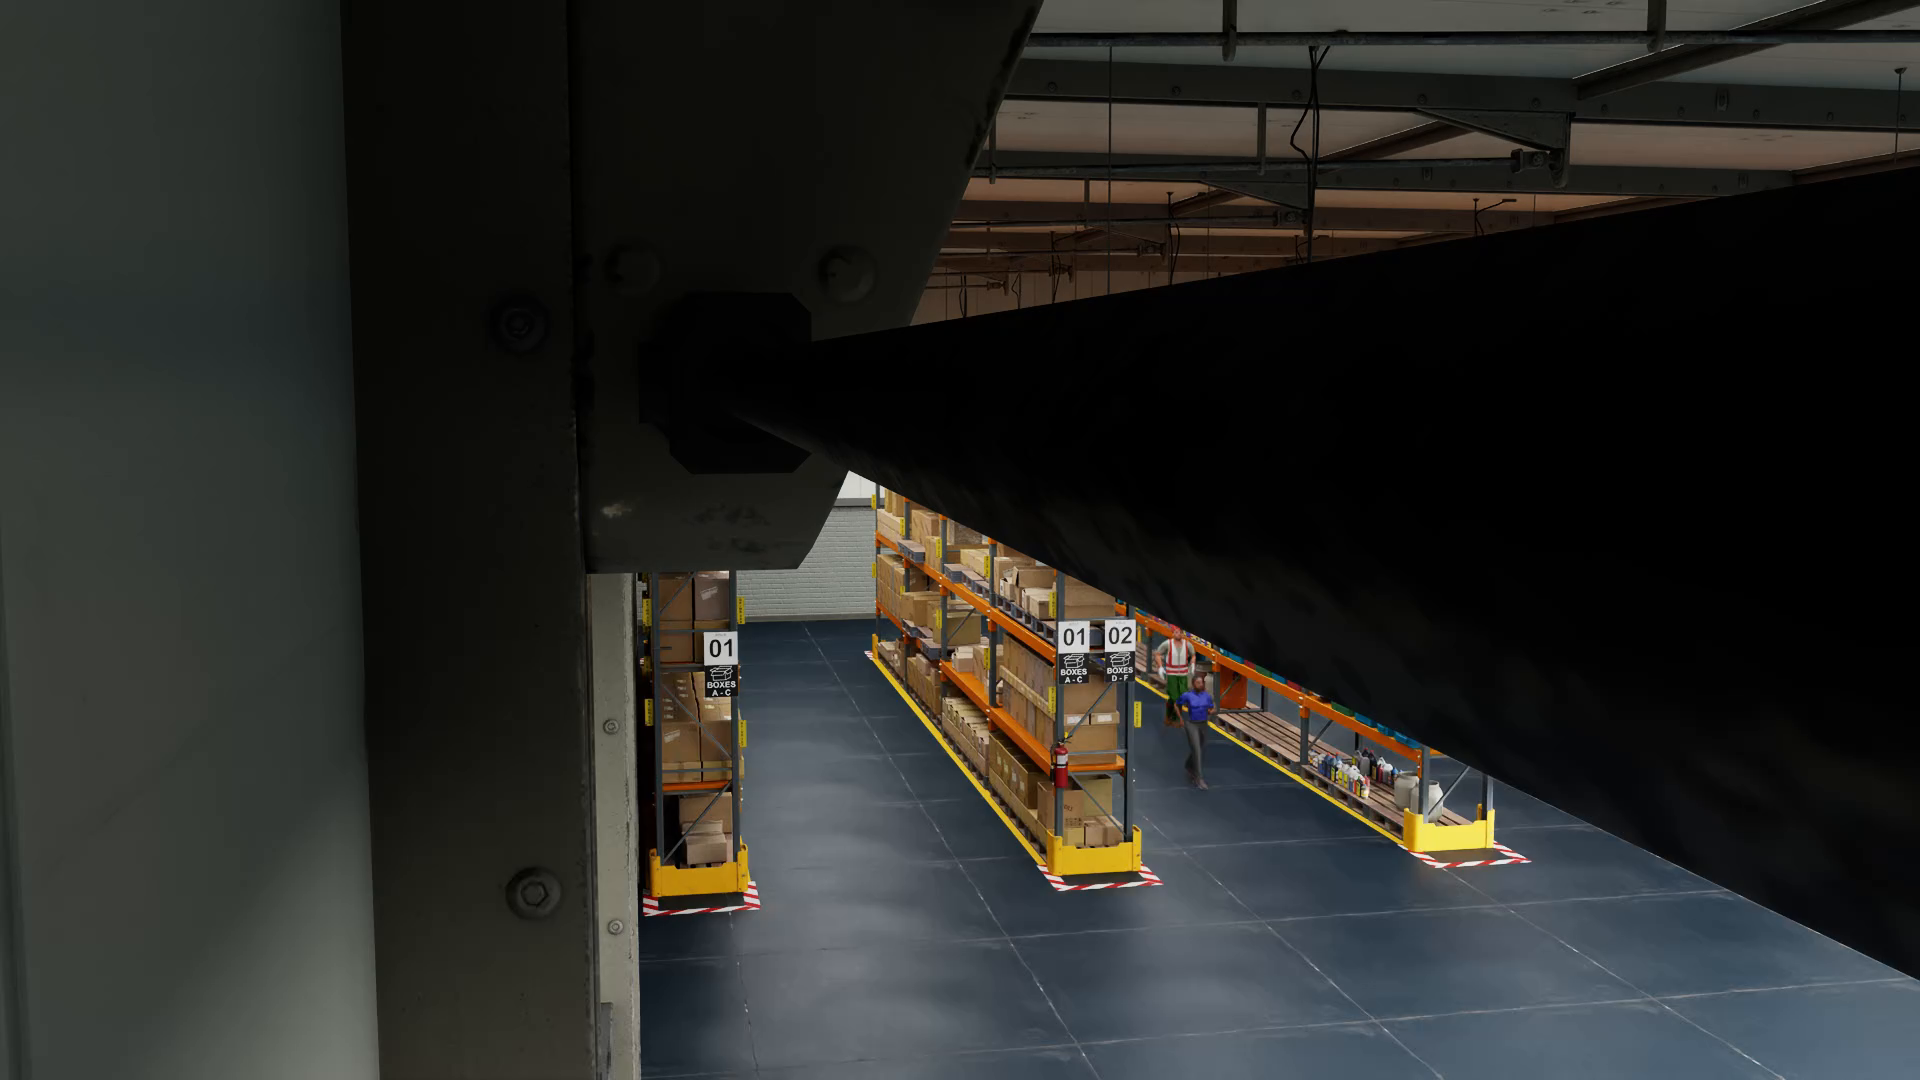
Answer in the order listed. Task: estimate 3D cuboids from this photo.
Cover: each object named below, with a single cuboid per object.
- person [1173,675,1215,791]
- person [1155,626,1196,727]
[{"bbox_3d":[3.604,2.892,25.342,0.565,1.679,0.875,-2,6,-22],"label":"person"},{"bbox_3d":[3.676,2.292,28.030,0.668,1.768,0.551,-1,6,-10],"label":"person"}]
